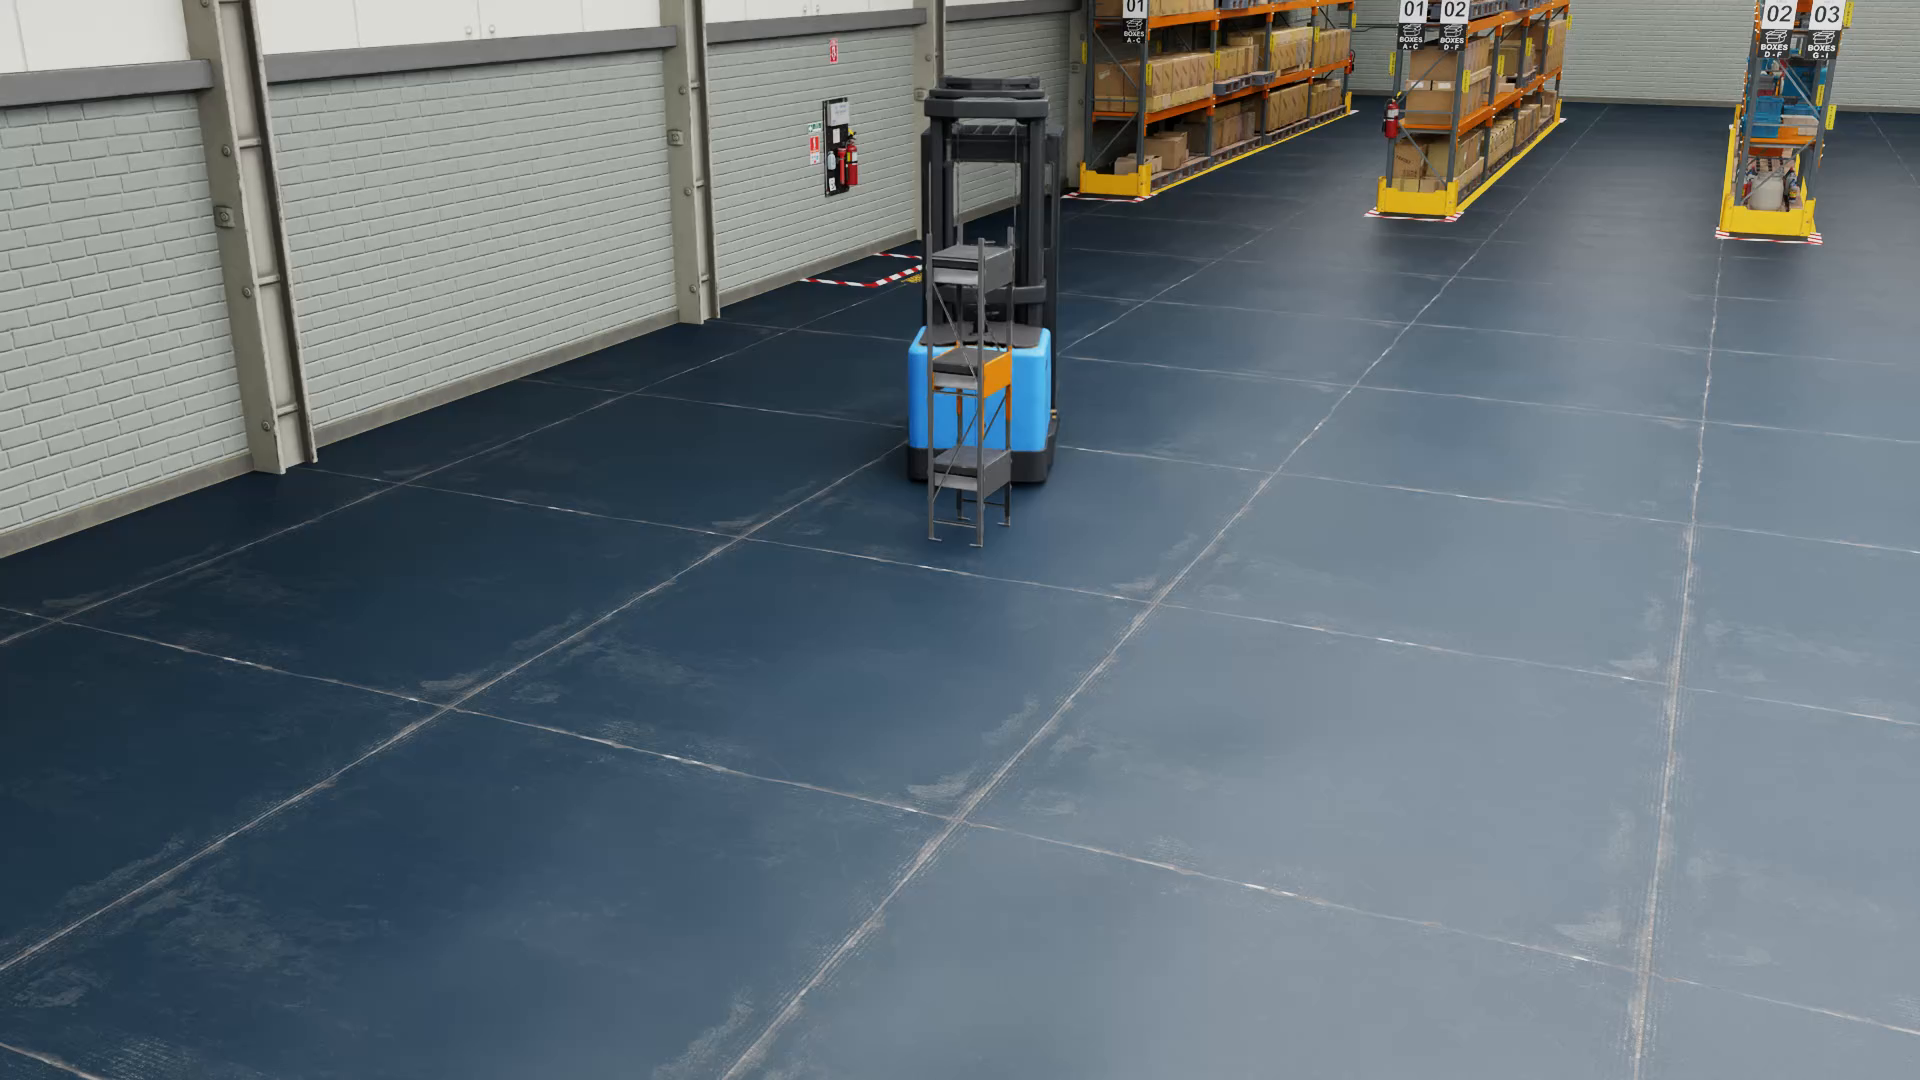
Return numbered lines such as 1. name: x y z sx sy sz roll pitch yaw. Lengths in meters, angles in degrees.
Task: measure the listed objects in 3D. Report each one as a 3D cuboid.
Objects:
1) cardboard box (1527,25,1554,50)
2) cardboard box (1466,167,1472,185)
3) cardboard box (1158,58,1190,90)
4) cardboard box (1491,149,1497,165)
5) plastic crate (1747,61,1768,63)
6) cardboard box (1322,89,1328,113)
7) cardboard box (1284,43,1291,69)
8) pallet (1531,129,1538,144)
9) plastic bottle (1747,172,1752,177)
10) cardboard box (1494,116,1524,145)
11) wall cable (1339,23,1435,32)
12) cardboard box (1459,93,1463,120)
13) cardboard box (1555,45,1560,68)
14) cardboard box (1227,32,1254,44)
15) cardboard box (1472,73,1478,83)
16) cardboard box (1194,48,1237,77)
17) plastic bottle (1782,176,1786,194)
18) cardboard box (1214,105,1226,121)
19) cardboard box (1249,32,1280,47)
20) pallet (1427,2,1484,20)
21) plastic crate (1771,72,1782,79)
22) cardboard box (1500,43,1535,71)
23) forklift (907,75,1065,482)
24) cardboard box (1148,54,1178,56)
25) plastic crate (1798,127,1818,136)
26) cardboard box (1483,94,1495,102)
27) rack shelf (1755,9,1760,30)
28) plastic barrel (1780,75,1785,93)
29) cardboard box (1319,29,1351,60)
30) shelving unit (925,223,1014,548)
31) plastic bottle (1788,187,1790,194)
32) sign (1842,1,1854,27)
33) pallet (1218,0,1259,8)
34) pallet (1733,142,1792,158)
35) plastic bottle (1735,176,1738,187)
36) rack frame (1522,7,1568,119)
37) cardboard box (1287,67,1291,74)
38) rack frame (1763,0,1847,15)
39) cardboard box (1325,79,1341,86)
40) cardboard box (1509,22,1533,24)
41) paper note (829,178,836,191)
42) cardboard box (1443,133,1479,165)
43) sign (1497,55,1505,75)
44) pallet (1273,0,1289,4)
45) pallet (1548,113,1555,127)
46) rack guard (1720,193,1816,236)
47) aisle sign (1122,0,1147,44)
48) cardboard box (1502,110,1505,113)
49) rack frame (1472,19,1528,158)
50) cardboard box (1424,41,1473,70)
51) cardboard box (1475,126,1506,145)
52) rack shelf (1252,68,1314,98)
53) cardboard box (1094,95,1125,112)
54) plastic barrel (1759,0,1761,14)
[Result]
1. cardboard box: 12.429 -10.787 35.682 0.500 0.500 0.500 9 22 24
2. cardboard box: 8.103 -5.989 27.309 0.500 0.250 0.500 9 21 23
3. cardboard box: 3.643 -8.036 28.664 0.500 0.500 0.500 9 22 24
4. cardboard box: 9.305 -6.865 29.773 0.500 0.250 0.500 9 22 24
5. plastic crate: 17.071 -10.130 35.637 0.416 0.233 0.300 9 21 23
6. cardboard box: 8.279 -10.386 39.300 0.700 0.500 0.500 9 22 24
7. cardboard box: 6.680 -10.239 35.161 0.500 0.500 0.500 8 21 22
8. pallet: 11.680 -8.595 35.323 1.003 0.211 1.213 9 21 23
9. plastic bottle: 12.562 -5.708 26.457 0.097 0.271 0.097 0 20 0
10. cardboard box: 10.788 -8.070 32.757 0.500 0.500 0.500 10 22 25
11. wall cable: 11.738 -15.108 45.155 3.097 2.526 0.112 9 21 23
12. cardboard box: 7.479 -6.844 26.088 0.700 0.500 0.500 9 22 24
13. cardboard box: 13.263 -10.948 37.627 0.500 0.500 0.500 9 21 23
14. cardboard box: 5.769 -10.343 34.334 0.500 0.250 0.500 9 22 24
15. cardboard box: 8.160 -7.488 26.931 0.380 0.149 0.250 9 22 24
16. cardboard box: 4.898 -9.177 31.991 0.700 0.500 0.500 12 23 30
17. plastic bottle: 12.841 -5.536 25.955 0.061 0.283 0.133 9 21 23
18. cardboard box: 4.855 -8.301 32.288 0.500 0.250 0.500 8 21 21
19. cardboard box: 6.253 -10.281 34.159 0.500 0.250 0.500 9 22 24
20. pallet: 7.378 -8.079 25.365 1.003 0.211 1.213 9 21 23
21. plastic crate: 16.818 -9.509 34.034 0.396 0.136 0.243 9 21 23
22. cardboard box: 11.312 -9.860 33.940 0.700 0.500 0.500 3 20 9
23. forklift: 0.264 -2.264 13.459 1.130 2.935 3.031 2 20 5
24. cardboard box: 3.584 -8.416 29.731 0.500 0.500 0.500 8 21 22
25. plastic crate: 12.243 -5.919 24.030 0.298 0.136 0.250 9 21 23
26. cardboard box: 9.252 -7.842 29.418 0.380 0.149 0.250 9 21 23
27. rack shelf: 14.040 -8.723 28.116 1.077 0.370 4.000 9 21 23
28. plastic barrel: 14.113 -7.587 28.124 0.433 0.535 0.433 0 20 0
29. cardboard box: 8.897 -12.049 40.423 0.980 0.700 0.700 10 22 25
30. shelving unit: 0.068 -1.040 11.259 0.431 2.100 0.503 9 21 23
31. plastic bottle: 12.831 -5.380 25.640 0.097 0.201 0.097 0 20 0
32. sign: 12.083 -7.155 22.620 0.100 0.325 0.005 9 21 23
33. pallet: 4.954 -10.213 31.512 1.213 0.211 1.003 9 21 23
34. pallet: 15.644 -7.564 32.423 1.003 0.211 1.213 9 21 23
35. plastic bottle: 12.329 -5.672 26.338 0.061 0.283 0.133 10 22 25
36. rack frame: 13.617 -11.386 39.008 1.000 3.000 0.127 9 21 23
37. cardboard box: 6.899 -10.129 35.818 0.380 0.149 0.250 9 22 24
38. rack frame: 11.583 -8.641 22.335 1.000 3.000 0.127 9 21 23
39. cardboard box: 9.014 -11.098 40.335 0.380 0.149 0.250 8 21 22
40. cardboard box: 12.364 -11.182 36.794 0.500 0.500 0.500 9 21 23
41. paper note: -1.597 -4.462 20.853 0.016 0.148 0.142 9 21 23
42. cardboard box: 8.296 -6.497 27.618 0.500 0.500 0.500 9 21 23
43. sign: 9.210 -8.087 28.322 0.100 0.325 0.005 9 21 23
44. pallet: 6.036 -11.147 34.142 1.213 0.211 1.003 10 22 25
45. pallet: 13.260 -9.805 38.724 1.003 0.211 1.213 9 21 23
46. rack guard: 11.571 -4.666 23.843 1.175 0.500 0.348 9 21 23
47. aisle sign: 2.789 -8.335 26.550 0.394 0.787 0.004 9 21 23
48. cardboard box: 10.931 -8.607 34.269 0.500 0.500 0.500 8 21 21
49. rack frame: 10.341 -8.940 32.131 1.000 3.000 0.127 9 21 23
50. cardboard box: 7.706 -7.626 26.350 0.700 0.500 0.500 9 21 23
51. cardboard box: 9.728 -7.446 30.571 0.500 0.311 0.500 9 22 24
52. rack shelf: 6.639 -9.891 35.879 1.077 0.370 4.000 9 21 23
53. cardboard box: 2.559 -7.282 27.661 0.500 0.250 0.500 9 21 23
54. plastic barrel: 13.766 -9.271 27.837 0.600 0.901 0.708 9 21 23
